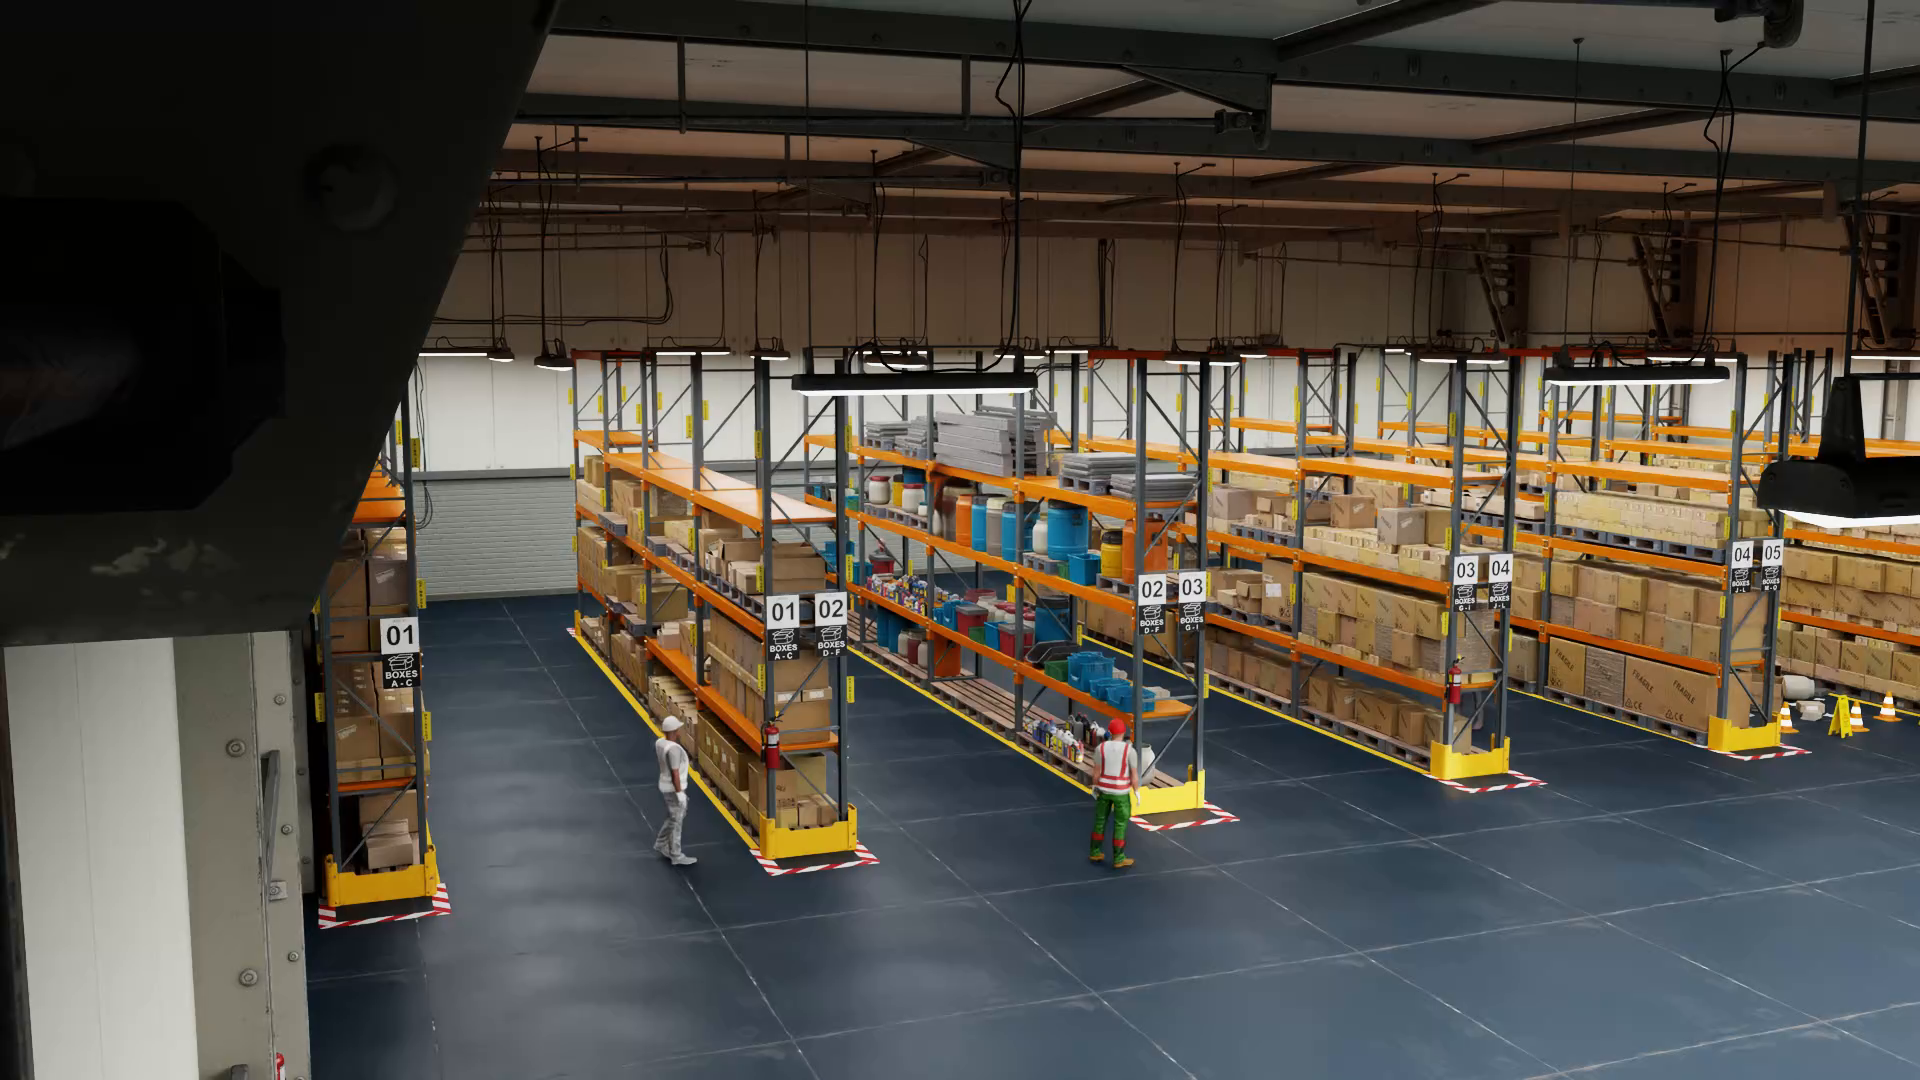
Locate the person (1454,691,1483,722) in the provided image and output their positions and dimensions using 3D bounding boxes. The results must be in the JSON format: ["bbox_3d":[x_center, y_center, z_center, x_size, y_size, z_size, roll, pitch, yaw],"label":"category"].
[{"bbox_3d":[8.194,2.147,26.748,0.518,1.583,0.313,5,9,36],"label":"person"}]

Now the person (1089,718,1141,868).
[{"bbox_3d":[1.838,2.998,19.823,0.660,1.808,0.415,5,9,35],"label":"person"}]

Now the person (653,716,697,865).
[{"bbox_3d":[-3.427,2.983,19.906,0.498,1.791,0.633,-2,7,-14],"label":"person"}]

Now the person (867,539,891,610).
[{"bbox_3d":[-1.779,0.807,37.758,0.605,1.679,0.849,-4,8,-30],"label":"person"}]
